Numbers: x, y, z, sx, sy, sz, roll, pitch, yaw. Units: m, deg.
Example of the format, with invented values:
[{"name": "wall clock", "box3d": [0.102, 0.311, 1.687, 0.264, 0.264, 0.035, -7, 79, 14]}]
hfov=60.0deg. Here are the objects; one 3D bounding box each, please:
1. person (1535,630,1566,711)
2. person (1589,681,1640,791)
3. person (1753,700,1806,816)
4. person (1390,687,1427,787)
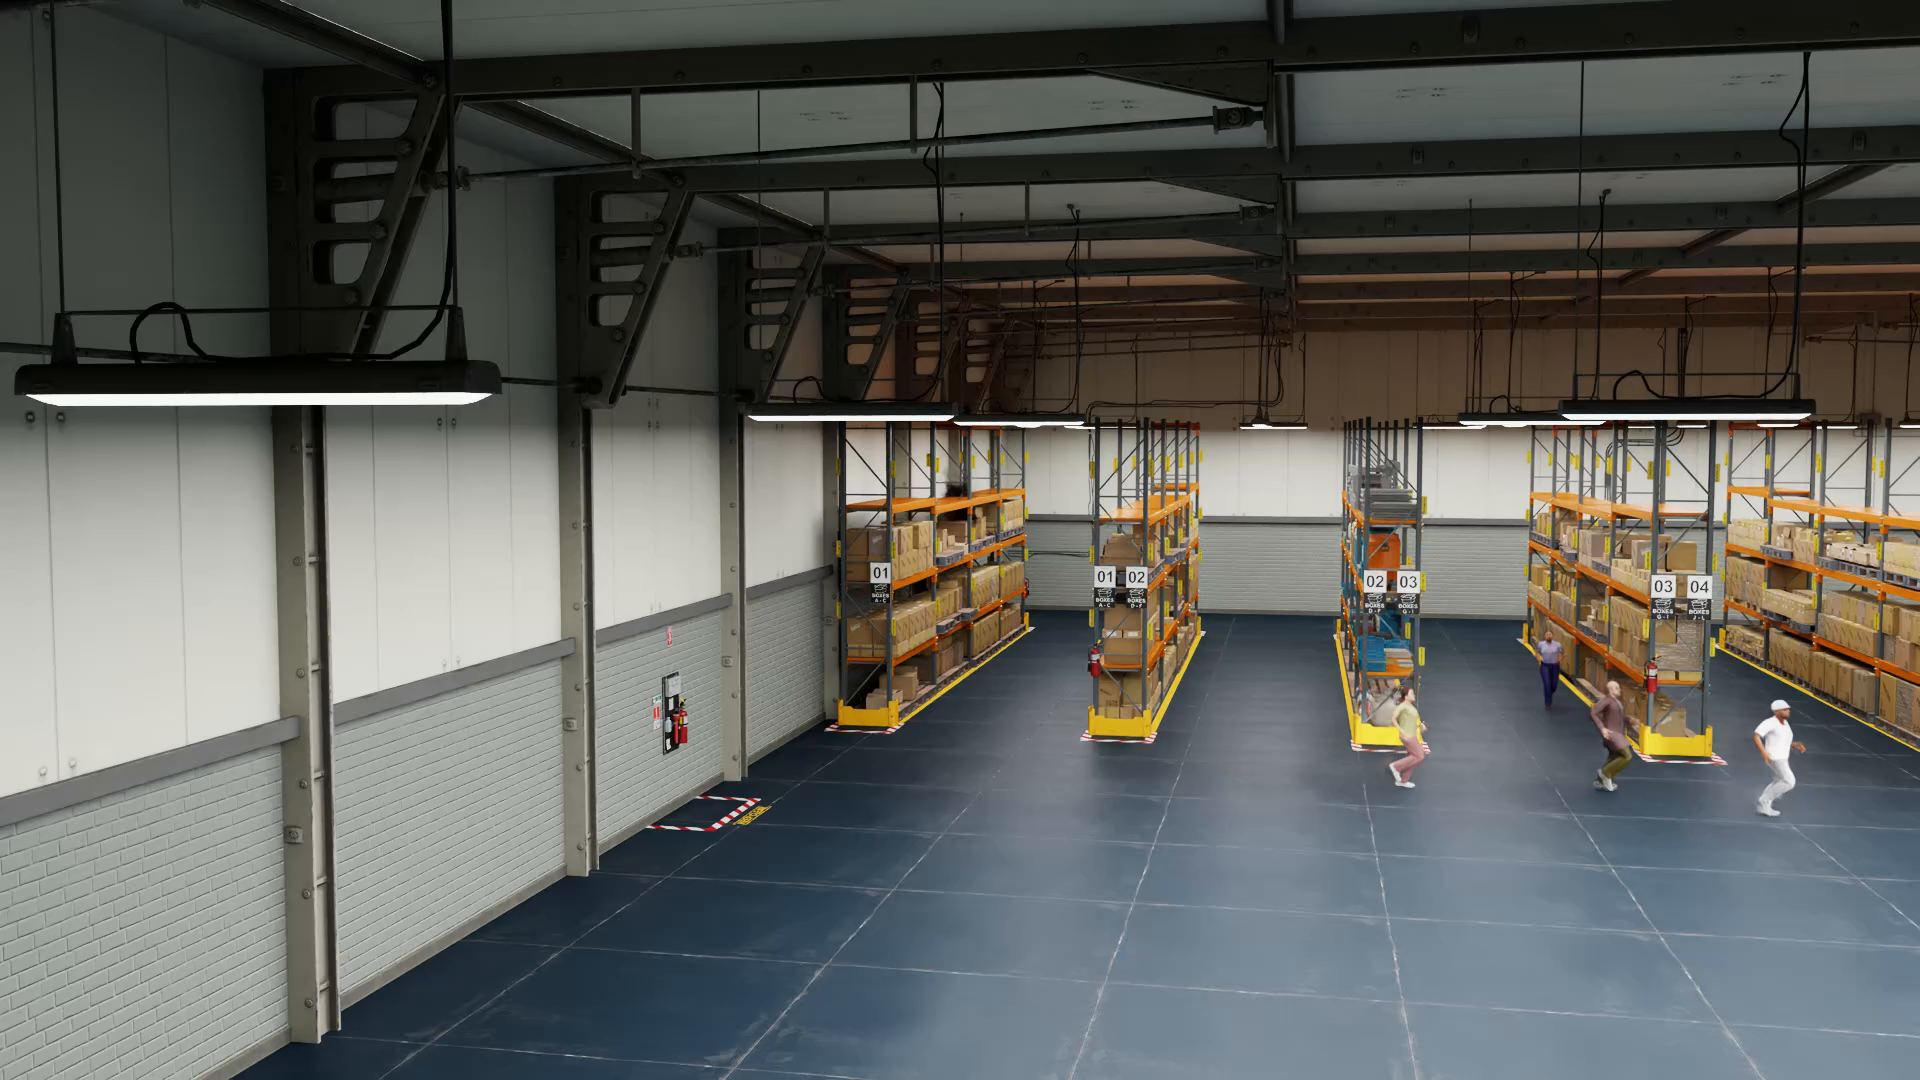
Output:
[{"name": "person", "box3d": [12.241, 2.683, 34.501, 0.601, 1.648, 0.757, 1, 4, 16]}, {"name": "person", "box3d": [10.439, 3.119, 26.446, 0.695, 1.741, 0.693, 3, 5, 40]}, {"name": "person", "box3d": [12.199, 3.242, 24.723, 0.612, 1.733, 0.704, 3, 5, 43]}, {"name": "person", "box3d": [7.232, 3.171, 26.770, 0.540, 1.627, 0.575, 2, 4, 32]}]
